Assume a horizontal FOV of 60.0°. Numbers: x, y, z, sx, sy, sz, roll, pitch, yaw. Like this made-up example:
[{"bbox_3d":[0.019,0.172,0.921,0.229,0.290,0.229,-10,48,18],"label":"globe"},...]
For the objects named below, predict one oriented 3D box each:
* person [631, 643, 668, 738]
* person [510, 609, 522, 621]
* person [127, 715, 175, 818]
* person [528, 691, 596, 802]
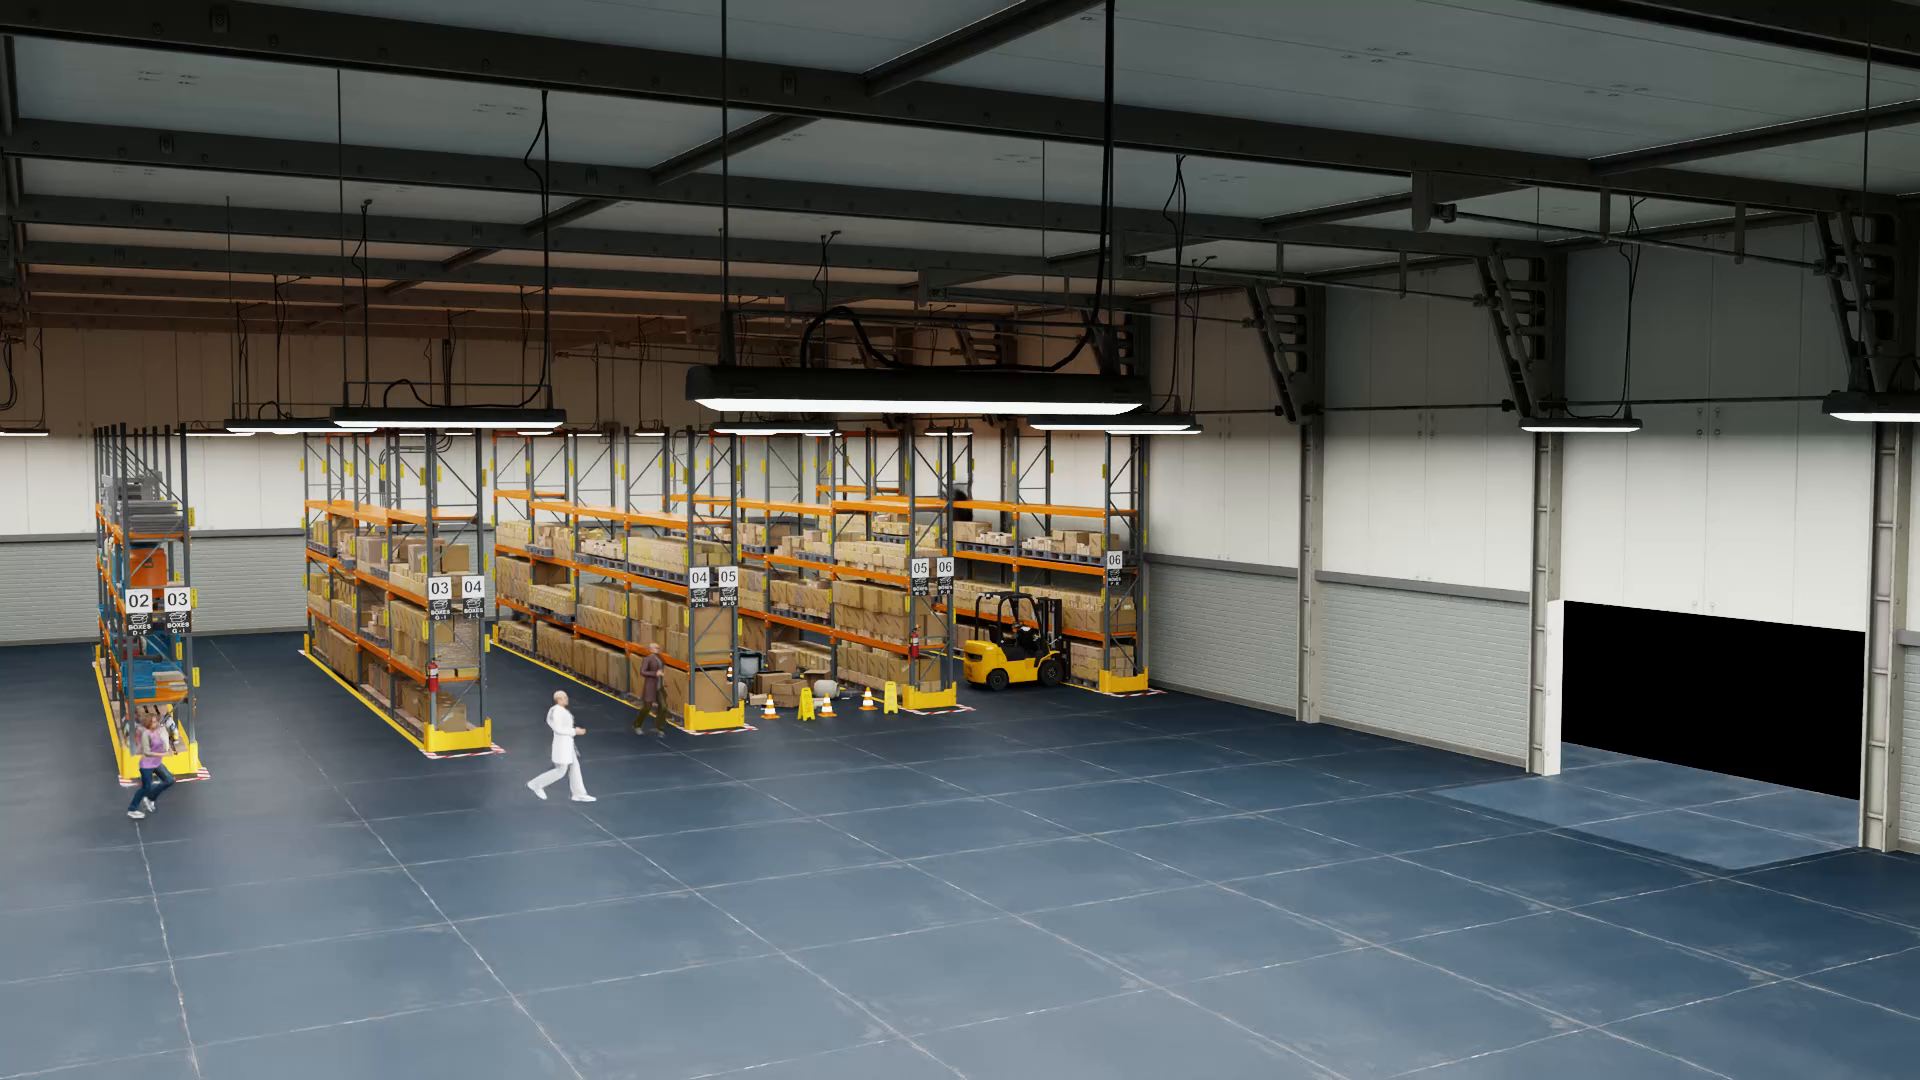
[{"bbox_3d":[-5.959,2.906,32.062,0.806,1.858,0.720,2,4,28],"label":"person"},{"bbox_3d":[-12.881,1.999,48.361,0.709,1.583,0.844,-1,4,-13],"label":"person"},{"bbox_3d":[-12.194,3.409,25.119,0.745,1.555,0.560,0,3,5],"label":"person"},{"bbox_3d":[-6.241,3.245,26.043,1.037,1.776,0.712,0,3,-7],"label":"person"}]
